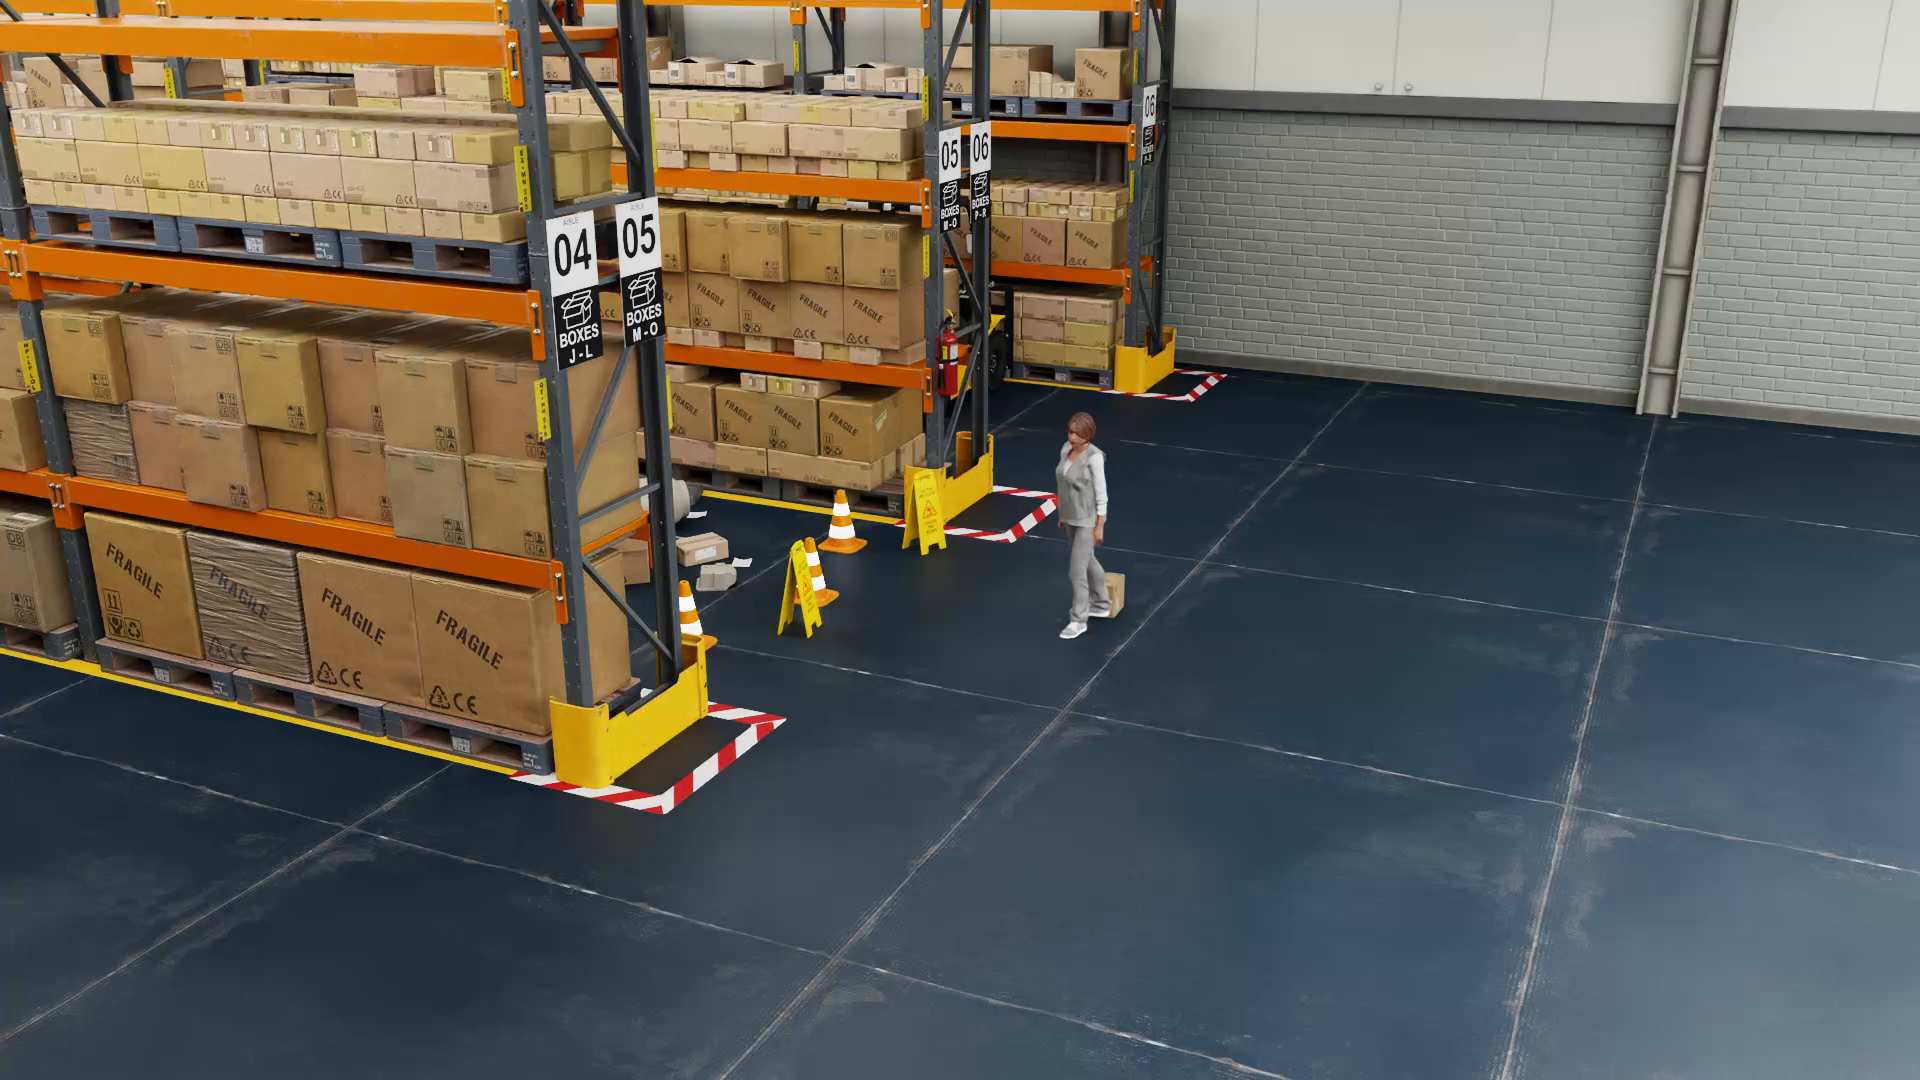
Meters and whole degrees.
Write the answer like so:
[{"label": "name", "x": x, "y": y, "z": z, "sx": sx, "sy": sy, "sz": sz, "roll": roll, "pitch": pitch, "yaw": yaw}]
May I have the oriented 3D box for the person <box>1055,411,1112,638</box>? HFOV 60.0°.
[{"label": "person", "x": 0.864, "y": -0.130, "z": 11.458, "sx": 0.513, "sy": 1.590, "sz": 0.452, "roll": -11, "pitch": 22, "yaw": -28}]
